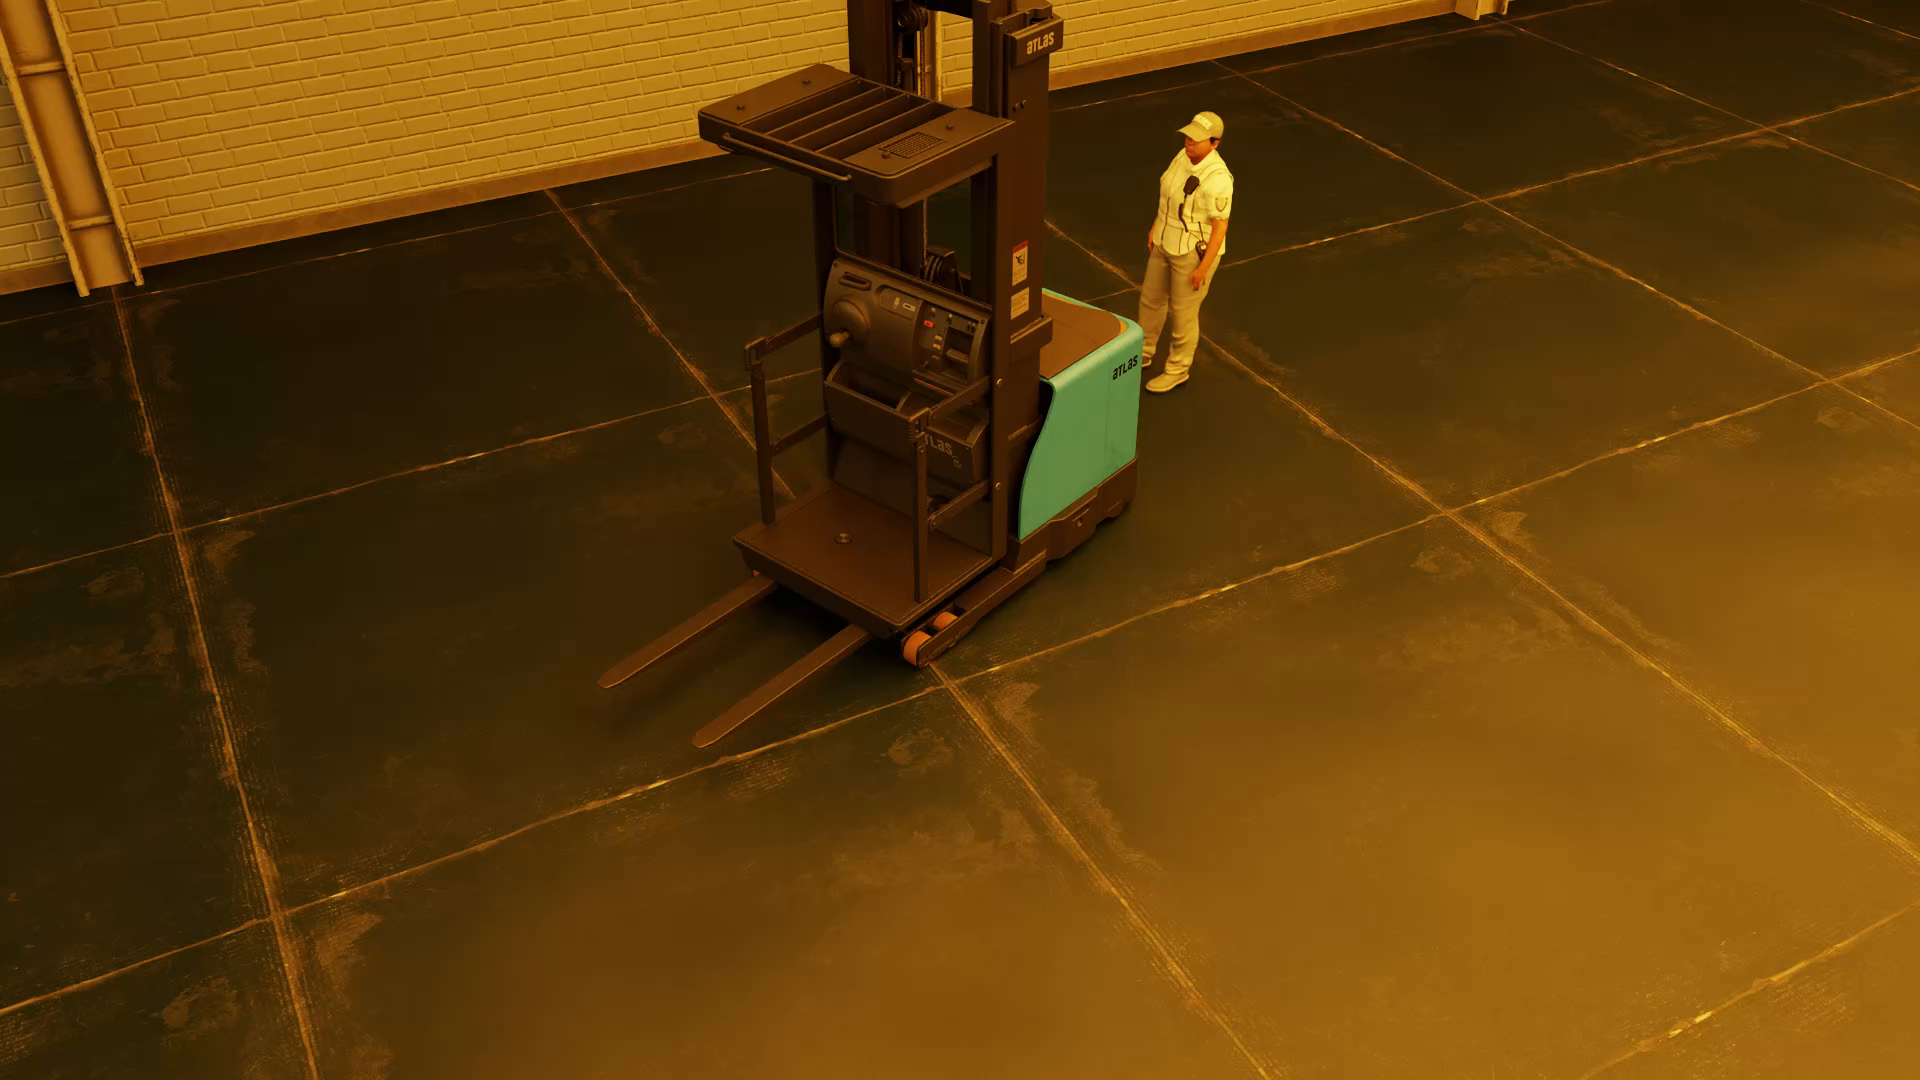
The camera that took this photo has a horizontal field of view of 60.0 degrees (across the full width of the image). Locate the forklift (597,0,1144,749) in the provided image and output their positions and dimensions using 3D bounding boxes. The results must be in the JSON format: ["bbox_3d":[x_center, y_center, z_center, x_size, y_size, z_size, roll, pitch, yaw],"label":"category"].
[{"bbox_3d":[-0.390,-0.927,7.434,1.130,2.935,3.031,26,43,31],"label":"forklift"}]

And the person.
[{"bbox_3d":[1.215,-1.646,9.534,0.525,1.669,0.601,-16,38,-21],"label":"person"}]
